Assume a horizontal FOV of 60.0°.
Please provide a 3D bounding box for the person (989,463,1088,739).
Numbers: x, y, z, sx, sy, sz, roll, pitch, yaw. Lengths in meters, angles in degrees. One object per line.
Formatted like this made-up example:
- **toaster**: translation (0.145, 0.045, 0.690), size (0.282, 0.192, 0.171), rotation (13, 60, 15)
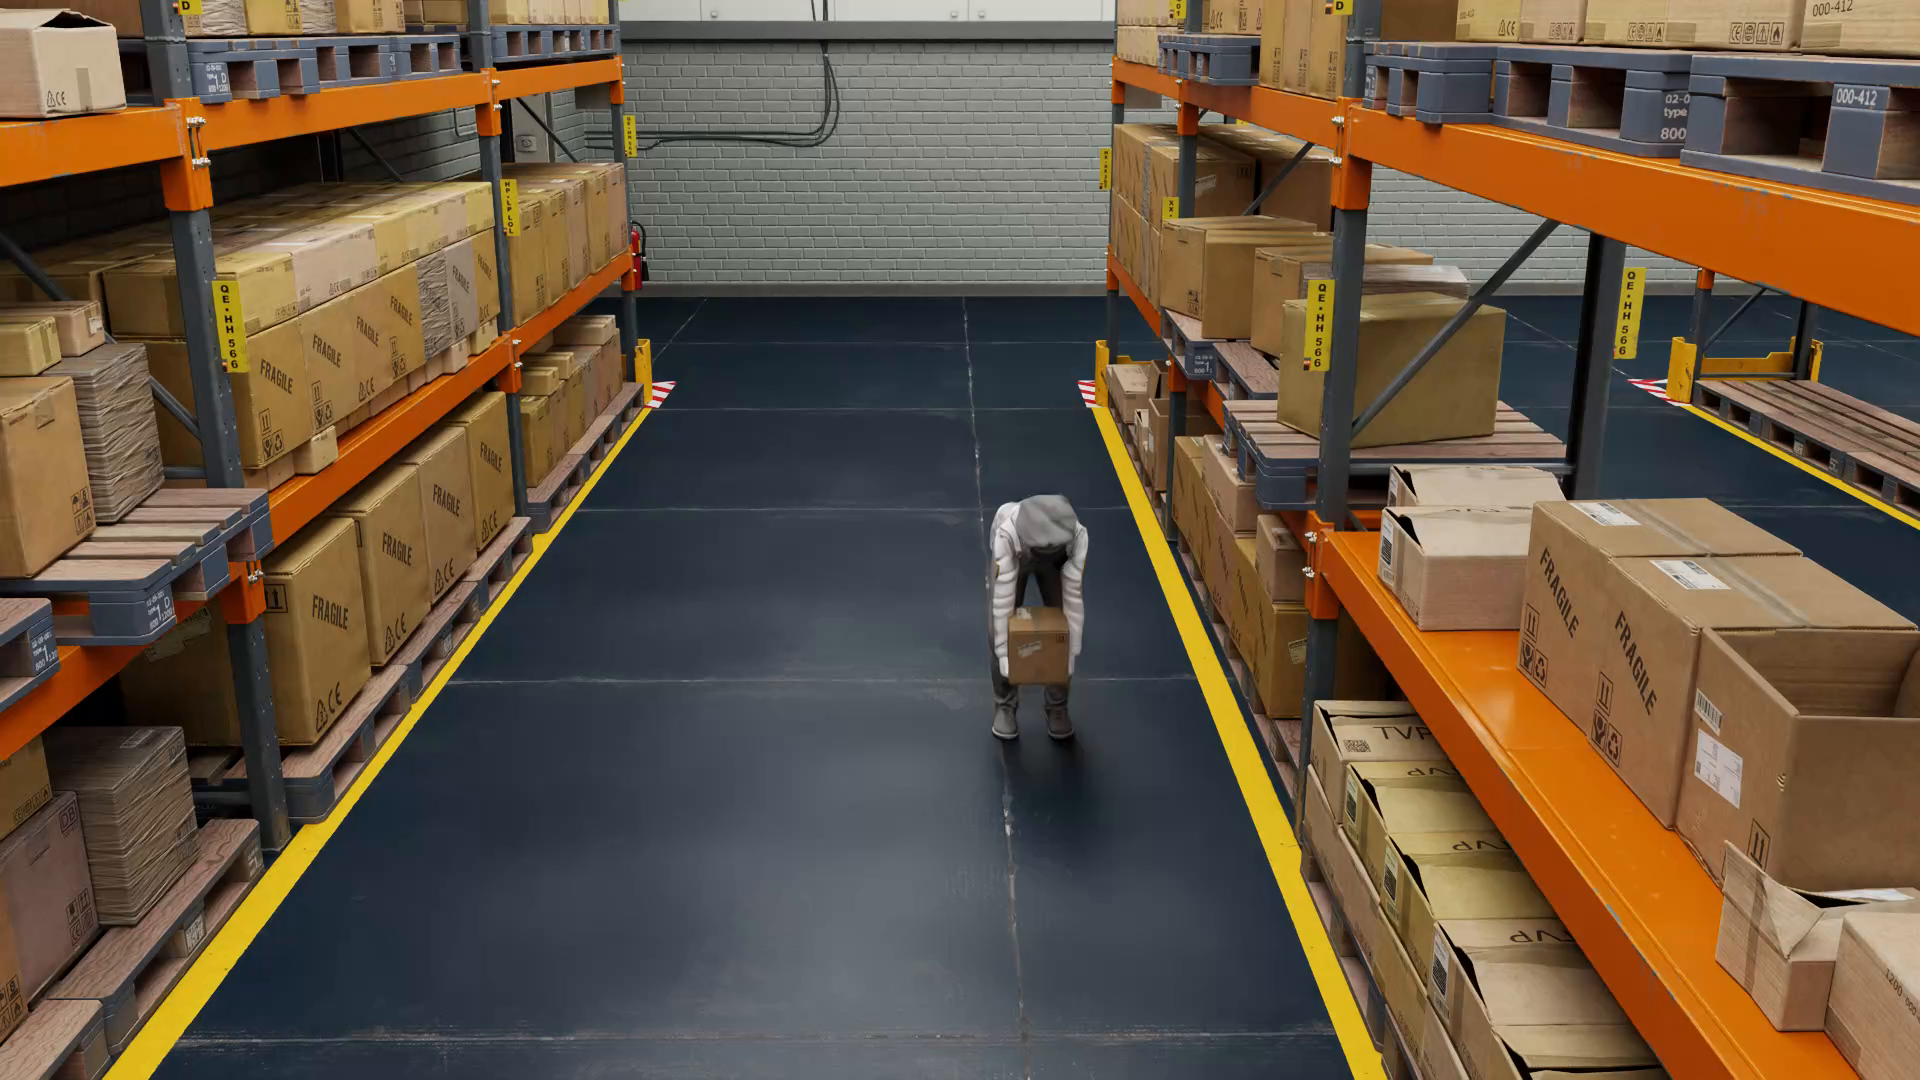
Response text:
- **person**: translation (0.338, 0.271, 7.187), size (0.405, 1.366, 0.857), rotation (-1, 17, -2)
